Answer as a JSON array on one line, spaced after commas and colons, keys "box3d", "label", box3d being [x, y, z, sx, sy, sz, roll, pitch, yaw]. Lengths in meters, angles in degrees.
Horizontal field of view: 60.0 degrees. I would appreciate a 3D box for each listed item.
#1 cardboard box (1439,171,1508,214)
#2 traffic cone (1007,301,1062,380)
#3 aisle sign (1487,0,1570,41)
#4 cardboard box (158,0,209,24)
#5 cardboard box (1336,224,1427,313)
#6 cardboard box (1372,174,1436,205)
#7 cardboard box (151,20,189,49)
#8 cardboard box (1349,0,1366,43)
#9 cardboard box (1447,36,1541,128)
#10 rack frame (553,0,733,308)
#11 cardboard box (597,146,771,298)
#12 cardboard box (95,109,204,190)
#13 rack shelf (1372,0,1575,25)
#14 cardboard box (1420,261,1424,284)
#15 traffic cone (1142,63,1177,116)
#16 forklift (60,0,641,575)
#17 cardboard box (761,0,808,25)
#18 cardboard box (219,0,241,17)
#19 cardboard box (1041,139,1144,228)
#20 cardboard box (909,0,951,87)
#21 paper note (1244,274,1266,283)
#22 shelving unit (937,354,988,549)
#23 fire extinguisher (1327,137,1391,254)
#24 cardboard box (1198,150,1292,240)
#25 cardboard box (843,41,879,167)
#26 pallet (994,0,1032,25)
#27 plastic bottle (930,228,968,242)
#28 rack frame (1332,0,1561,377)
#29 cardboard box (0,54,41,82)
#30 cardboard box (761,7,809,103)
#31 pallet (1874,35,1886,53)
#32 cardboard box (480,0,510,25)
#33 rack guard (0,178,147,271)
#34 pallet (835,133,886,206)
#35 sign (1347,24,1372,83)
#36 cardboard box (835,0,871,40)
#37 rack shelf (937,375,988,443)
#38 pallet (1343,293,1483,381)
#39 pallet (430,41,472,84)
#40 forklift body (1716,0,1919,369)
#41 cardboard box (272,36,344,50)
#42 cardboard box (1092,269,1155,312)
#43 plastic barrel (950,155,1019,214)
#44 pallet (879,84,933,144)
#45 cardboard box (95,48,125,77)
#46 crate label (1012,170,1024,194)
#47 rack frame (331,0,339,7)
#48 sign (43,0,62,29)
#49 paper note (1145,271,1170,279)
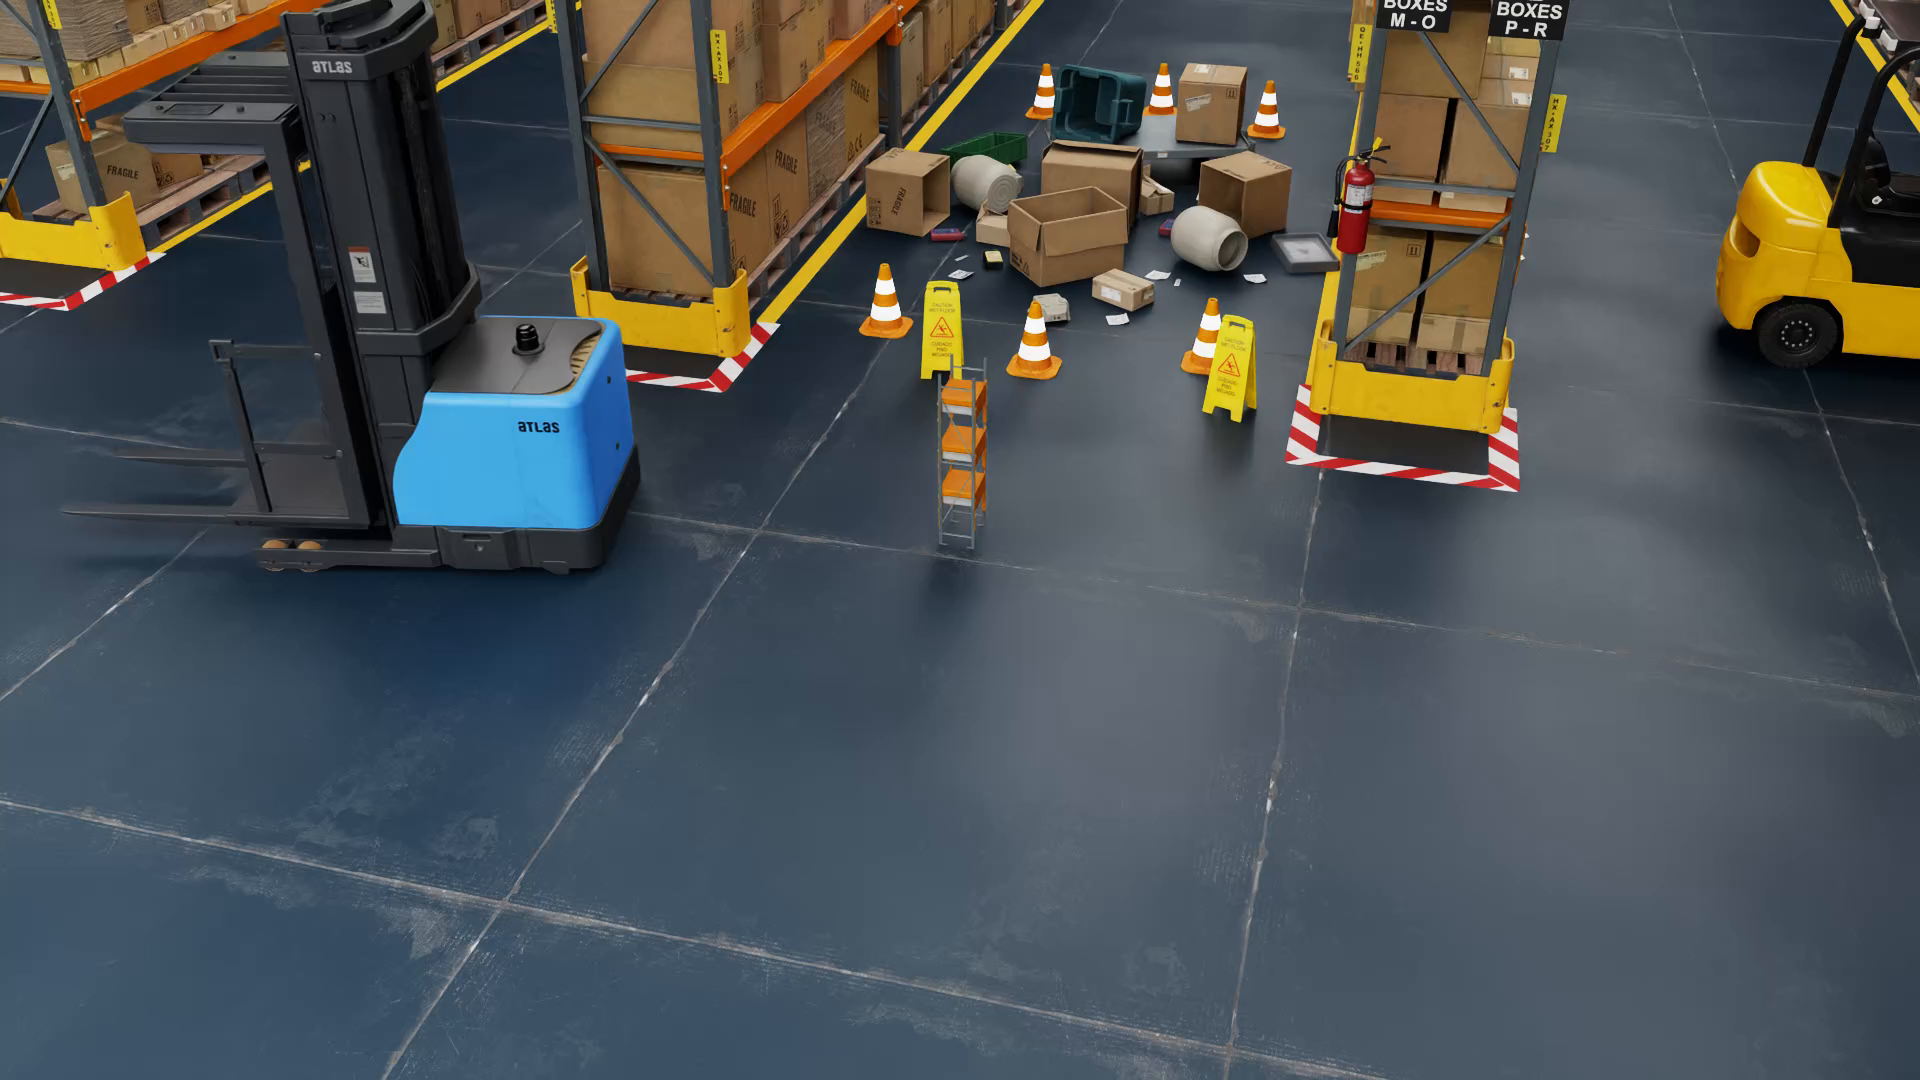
[{"box3d": [3.079, -2.086, 9.969, 0.380, 0.149, 0.250, 8, 33, 13], "label": "cardboard box"}, {"box3d": [0.494, -1.346, 10.936, 0.336, 0.463, 0.334, 8, 33, 12], "label": "traffic cone"}, {"box3d": [3.077, -3.066, 8.854, 0.394, 0.787, 0.004, 8, 33, 12], "label": "aisle sign"}, {"box3d": [-6.447, -4.371, 12.960, 0.875, 0.500, 0.500, 8, 33, 12], "label": "cardboard box"}, {"box3d": [2.744, -1.828, 10.802, 0.500, 0.500, 0.500, 8, 33, 13], "label": "cardboard box"}, {"box3d": [2.681, -2.161, 10.087, 0.380, 0.149, 0.250, 9, 34, 14], "label": "cardboard box"}, {"box3d": [-6.216, -3.918, 12.852, 0.380, 0.149, 0.250, 8, 33, 12], "label": "cardboard box"}, {"box3d": [2.877, -3.468, 10.607, 0.700, 0.500, 0.500, 8, 33, 12], "label": "cardboard box"}, {"box3d": [3.438, -2.953, 10.729, 0.500, 0.500, 0.500, 7, 33, 11], "label": "cardboard box"}, {"box3d": [-2.021, -2.665, 10.646, 1.000, 3.000, 0.127, 8, 33, 12], "label": "rack frame"}, {"box3d": [-1.912, -2.306, 11.671, 0.875, 0.875, 0.875, 8, 33, 13], "label": "cardboard box"}, {"box3d": [-6.499, -3.152, 13.350, 0.500, 0.500, 0.500, 17, 36, 25], "label": "cardboard box"}, {"box3d": [3.301, -4.044, 10.689, 1.077, 0.370, 4.000, 8, 33, 12], "label": "rack shelf"}, {"box3d": [3.528, -1.990, 11.756, 0.500, 0.250, 0.500, 10, 34, 16], "label": "cardboard box"}, {"box3d": [1.875, -4.169, 15.377, 0.336, 0.463, 0.334, 8, 33, 12], "label": "traffic cone"}, {"box3d": [-3.391, -1.344, 8.632, 3.031, 2.935, 1.130, 2, 32, 3], "label": "forklift"}, {"box3d": [-1.565, -3.941, 11.507, 0.875, 0.550, 0.550, 8, 33, 12], "label": "cardboard box"}, {"box3d": [-6.080, -4.315, 13.476, 0.380, 0.149, 0.250, 8, 33, 12], "label": "cardboard box"}, {"box3d": [1.019, -2.790, 13.043, 0.797, 0.637, 0.503, 8, 33, 12], "label": "cardboard box"}, {"box3d": [-0.686, -4.803, 15.715, 1.050, 0.750, 0.750, 8, 33, 12], "label": "cardboard box"}, {"box3d": [2.180, -1.936, 12.267, 0.142, 0.019, 0.148, -3, 33, -4], "label": "paper note"}, {"box3d": [0.014, -0.471, 9.012, 0.215, 1.050, 0.252, 8, 33, 12], "label": "shelving unit"}, {"box3d": [2.318, -2.014, 9.694, 0.296, 0.674, 0.183, 8, 33, 12], "label": "fire extinguisher"}, {"box3d": [2.220, -2.695, 13.020, 0.500, 0.500, 0.500, -21, 38, -29], "label": "cardboard box"}, {"box3d": [-1.233, -3.704, 13.870, 0.875, 0.875, 0.875, 9, 33, 13], "label": "cardboard box"}, {"box3d": [0.209, -6.045, 18.562, 1.003, 0.211, 1.213, 8, 33, 12], "label": "pallet"}, {"box3d": [-0.086, -2.372, 12.925, 0.283, 0.061, 0.133, -3, 33, -4], "label": "plastic bottle"}, {"box3d": [2.793, -2.043, 9.668, 1.000, 3.000, 0.127, 8, 33, 12], "label": "rack frame"}, {"box3d": [-6.920, -3.463, 12.135, 0.380, 0.149, 0.250, 8, 33, 12], "label": "cardboard box"}, {"box3d": [-1.588, -3.489, 11.802, 0.875, 0.550, 0.550, 8, 33, 12], "label": "cardboard box"}, {"box3d": [10.163, -5.358, 17.481, 1.003, 0.211, 1.213, 8, 33, 12], "label": "pallet"}, {"box3d": [-5.179, -5.740, 17.403, 0.700, 0.500, 0.500, 11, 34, 16], "label": "cardboard box"}, {"box3d": [-6.773, -2.377, 12.523, 1.175, 0.500, 0.348, 8, 33, 12], "label": "rack guard"}, {"box3d": [-1.274, -3.180, 14.055, 1.003, 0.211, 1.213, 8, 33, 12], "label": "pallet"}, {"box3d": [2.261, -2.751, 9.408, 0.100, 0.325, 0.005, 8, 33, 12], "label": "sign"}, {"box3d": [-1.205, -4.322, 13.113, 0.875, 0.550, 0.550, 8, 33, 12], "label": "cardboard box"}, {"box3d": [0.014, -0.701, 8.865, 0.215, 0.259, 0.240, 8, 33, 12], "label": "rack shelf"}, {"box3d": [3.053, -1.323, 11.134, 1.003, 0.211, 1.213, 8, 33, 12], "label": "pallet"}, {"box3d": [-5.581, -4.696, 16.440, 1.003, 0.211, 1.213, 8, 33, 12], "label": "pallet"}, {"box3d": [6.312, -2.244, 10.775, 2.313, 2.155, 1.214, 8, 33, 12], "label": "forklift body"}, {"box3d": [-5.918, -4.389, 15.296, 0.500, 0.500, 0.500, 7, 33, 11], "label": "cardboard box"}, {"box3d": [1.172, -1.795, 11.935, 0.380, 0.149, 0.250, 28, 42, 36], "label": "cardboard box"}, {"box3d": [0.190, -2.856, 13.348, 0.421, 0.421, 0.512, -21, 38, -29], "label": "plastic barrel"}, {"box3d": [-0.883, -3.975, 15.305, 1.003, 0.211, 1.213, 8, 33, 12], "label": "pallet"}, {"box3d": [-6.408, -3.529, 12.240, 0.380, 0.149, 0.250, 8, 33, 12], "label": "cardboard box"}, {"box3d": [0.375, -2.967, 13.790, 0.298, 0.136, 0.250, -14, 35, -21], "label": "crate label"}, {"box3d": [-5.777, -5.468, 15.056, 1.000, 3.000, 0.127, 8, 33, 12], "label": "rack frame"}, {"box3d": [-6.268, -3.684, 11.442, 0.100, 0.325, 0.005, 8, 33, 12], "label": "sign"}, {"box3d": [1.468, -1.968, 12.327, 0.148, 0.019, 0.142, 20, 38, 29], "label": "paper note"}]
